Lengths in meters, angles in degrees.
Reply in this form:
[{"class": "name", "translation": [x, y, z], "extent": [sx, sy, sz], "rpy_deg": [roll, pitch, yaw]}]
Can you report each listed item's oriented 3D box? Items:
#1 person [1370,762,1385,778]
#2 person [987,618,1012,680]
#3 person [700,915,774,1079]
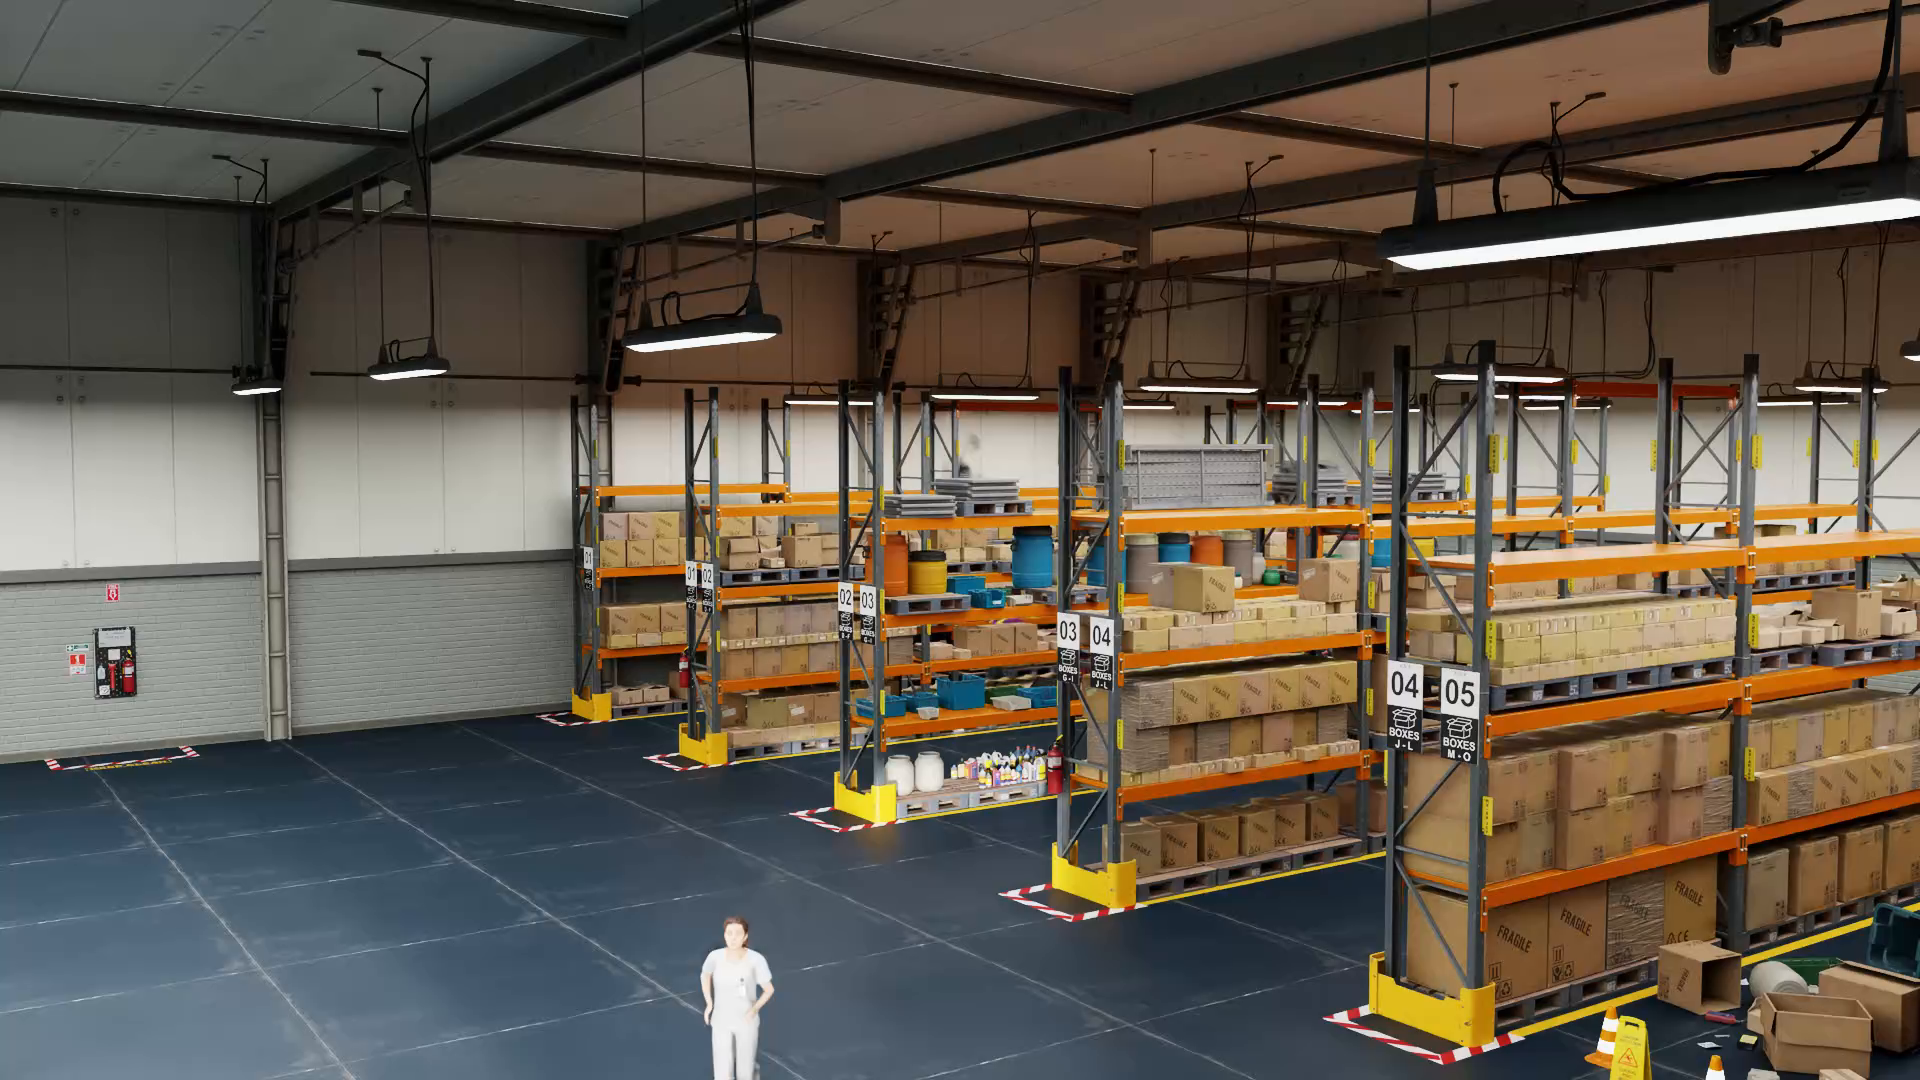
[{"class": "person", "translation": [6.075, 2.836, 24.270], "extent": [0.613, 1.814, 0.909], "rpy_deg": [3, 5, 40]}, {"class": "person", "translation": [0.714, 2.100, 32.343], "extent": [0.813, 1.761, 0.718], "rpy_deg": [-3, 4, -39]}, {"class": "person", "translation": [-1.660, 3.601, 12.333], "extent": [0.567, 1.669, 0.879], "rpy_deg": [0, 3, 1]}]
